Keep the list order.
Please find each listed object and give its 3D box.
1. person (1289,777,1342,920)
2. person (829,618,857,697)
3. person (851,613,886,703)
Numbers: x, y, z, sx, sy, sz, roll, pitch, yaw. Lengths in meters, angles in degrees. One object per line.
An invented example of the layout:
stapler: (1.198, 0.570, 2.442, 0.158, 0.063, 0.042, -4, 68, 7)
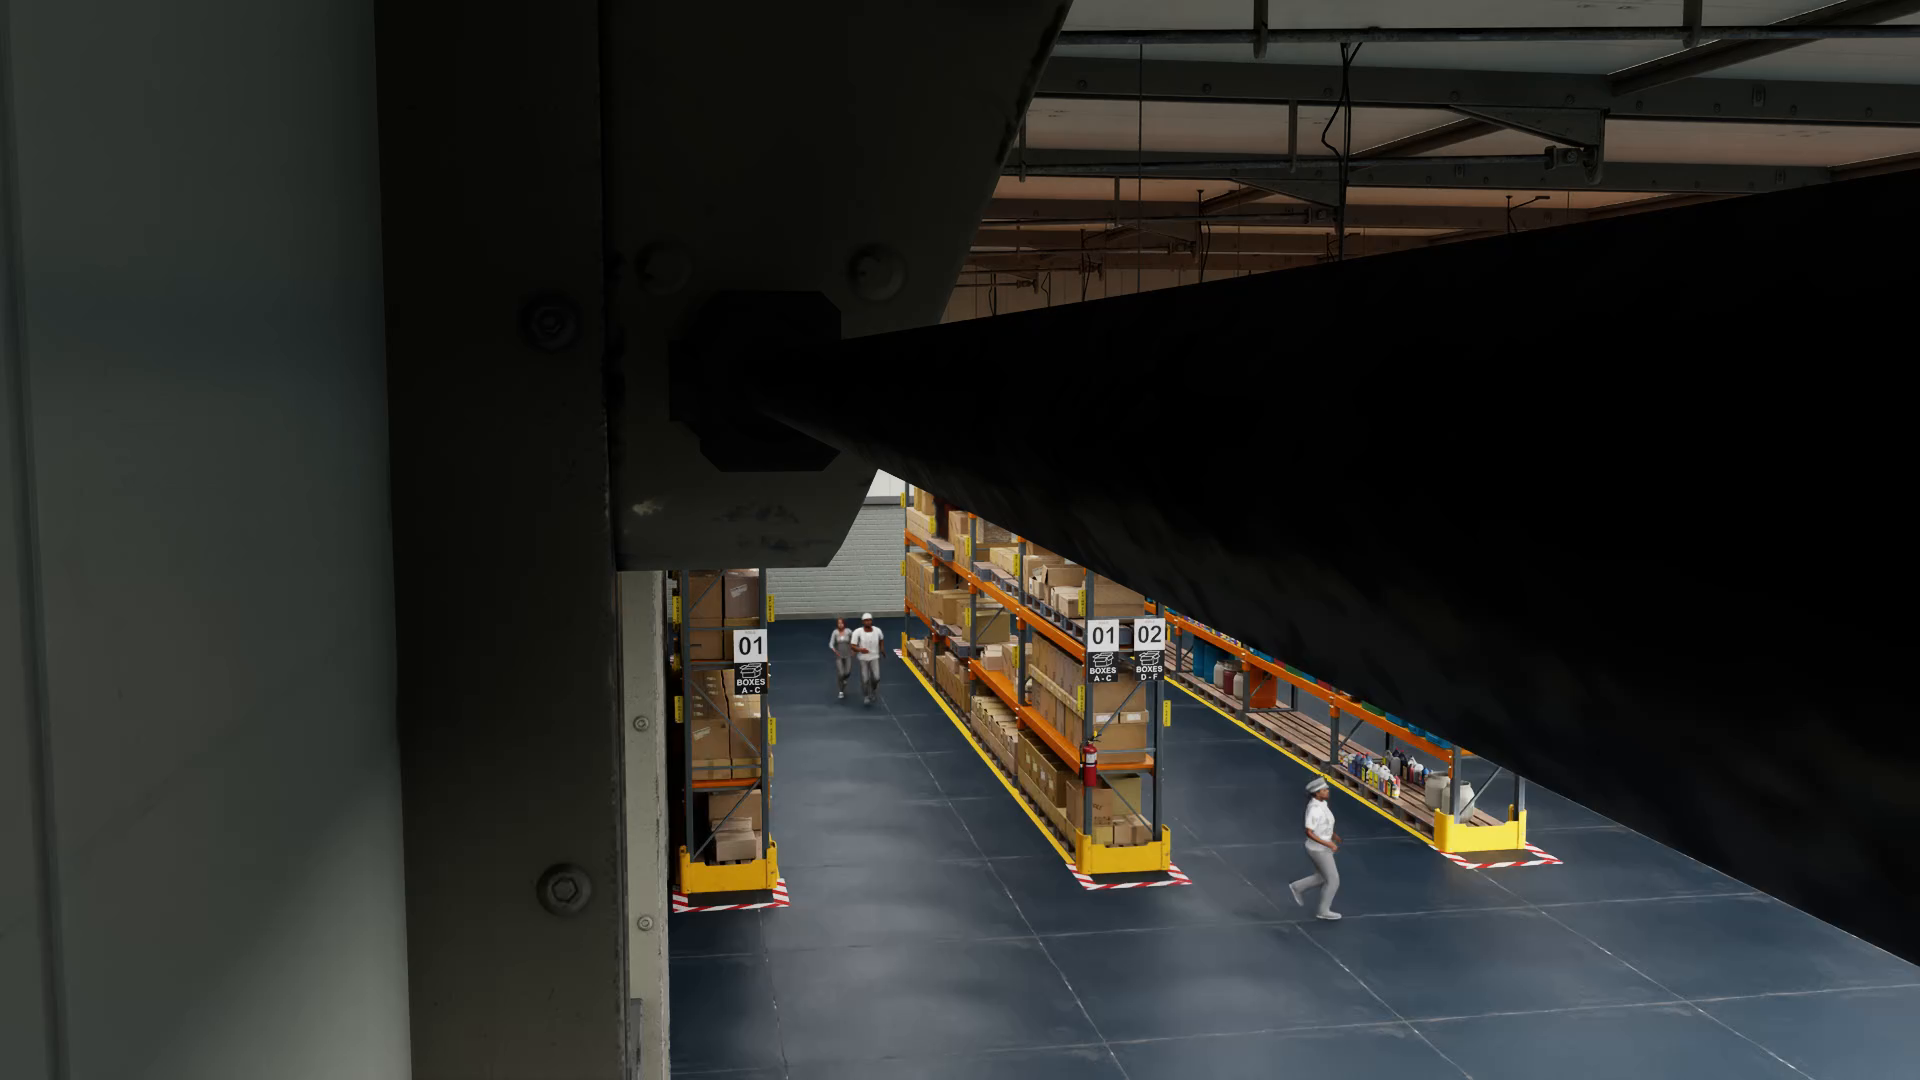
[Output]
person: (4.097, 3.529, 19.105, 0.592, 1.651, 0.576, 2, 6, 16)
person: (-2.233, 2.261, 31.891, 0.560, 1.558, 0.568, -1, 6, -5)
person: (-1.698, 2.229, 31.166, 0.685, 1.725, 0.623, -2, 6, -15)
